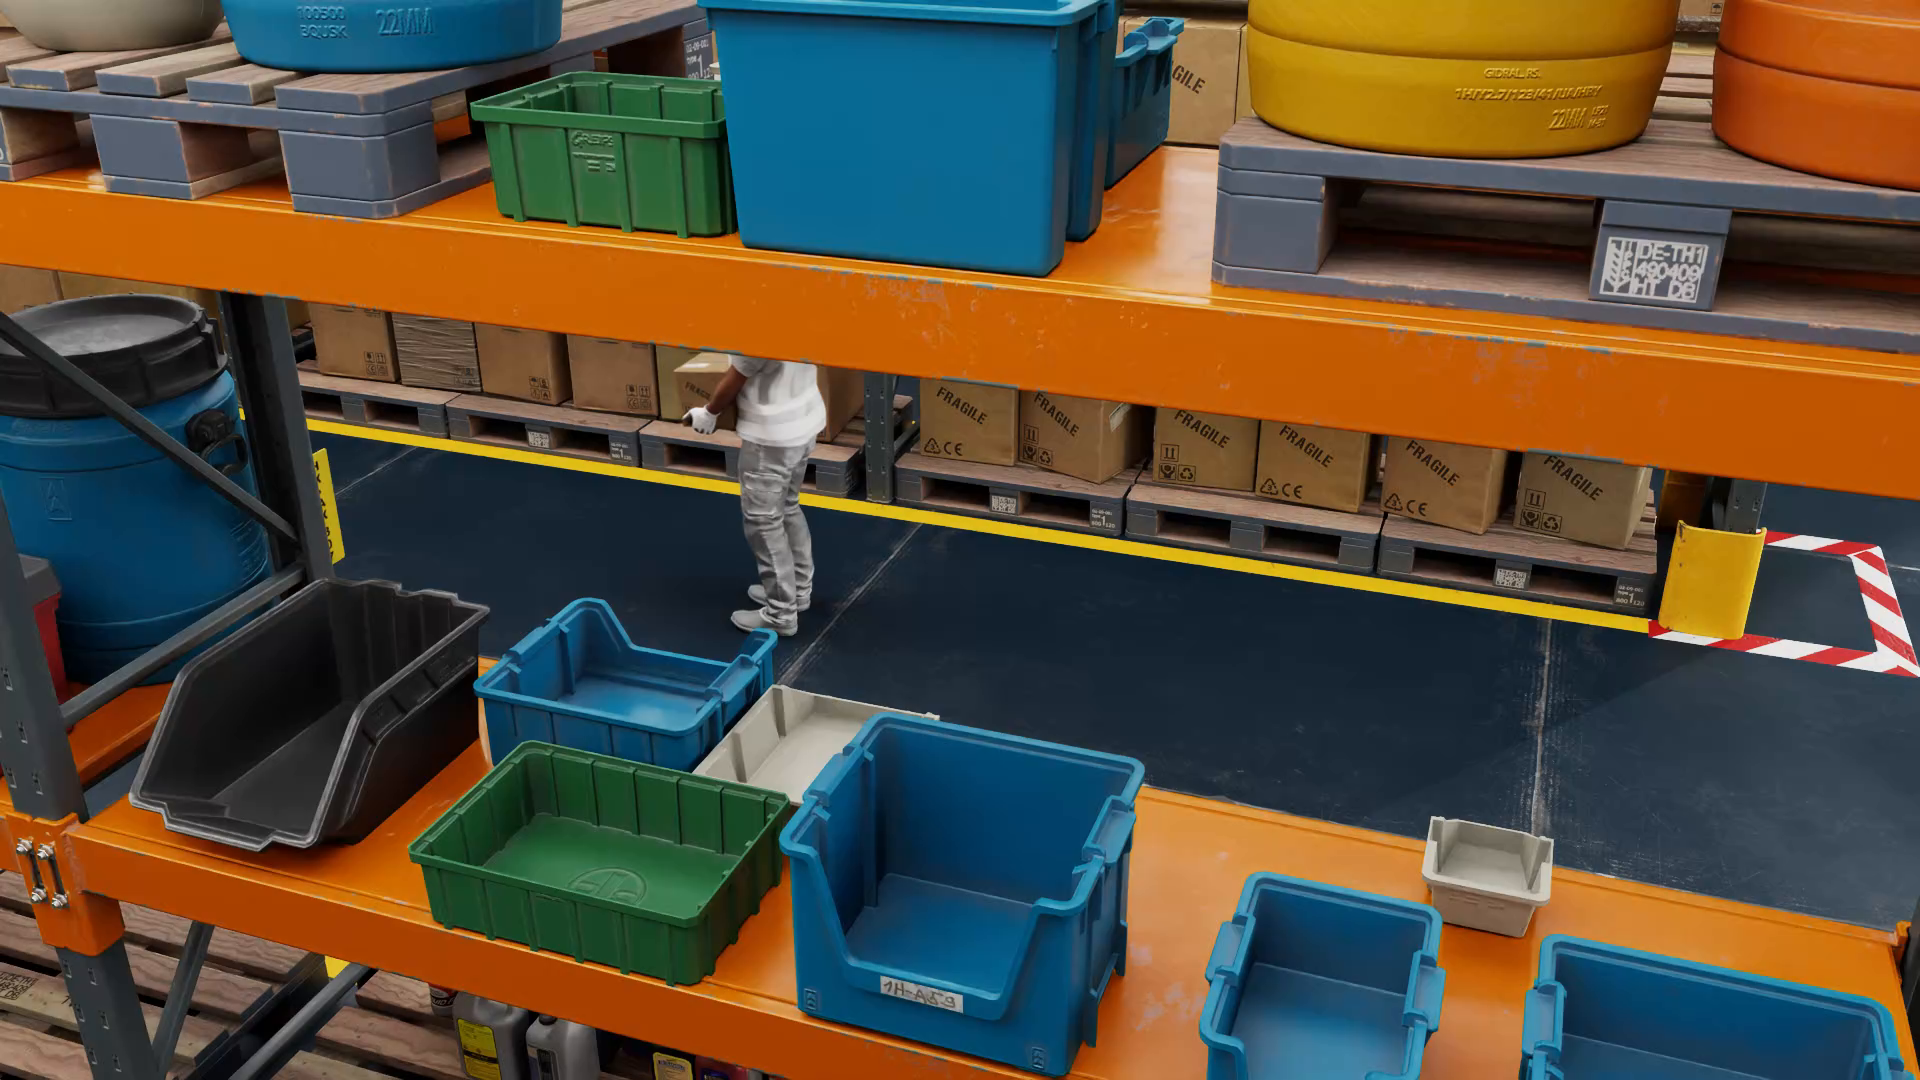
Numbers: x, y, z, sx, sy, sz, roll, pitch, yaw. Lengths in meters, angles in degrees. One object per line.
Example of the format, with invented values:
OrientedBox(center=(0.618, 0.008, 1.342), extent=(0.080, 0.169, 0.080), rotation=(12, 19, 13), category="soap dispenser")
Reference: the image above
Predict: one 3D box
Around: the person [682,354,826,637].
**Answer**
OrientedBox(center=(-0.860, -0.461, 7.060), extent=(0.575, 1.778, 0.487), rotation=(9, 27, 18), category="person")
